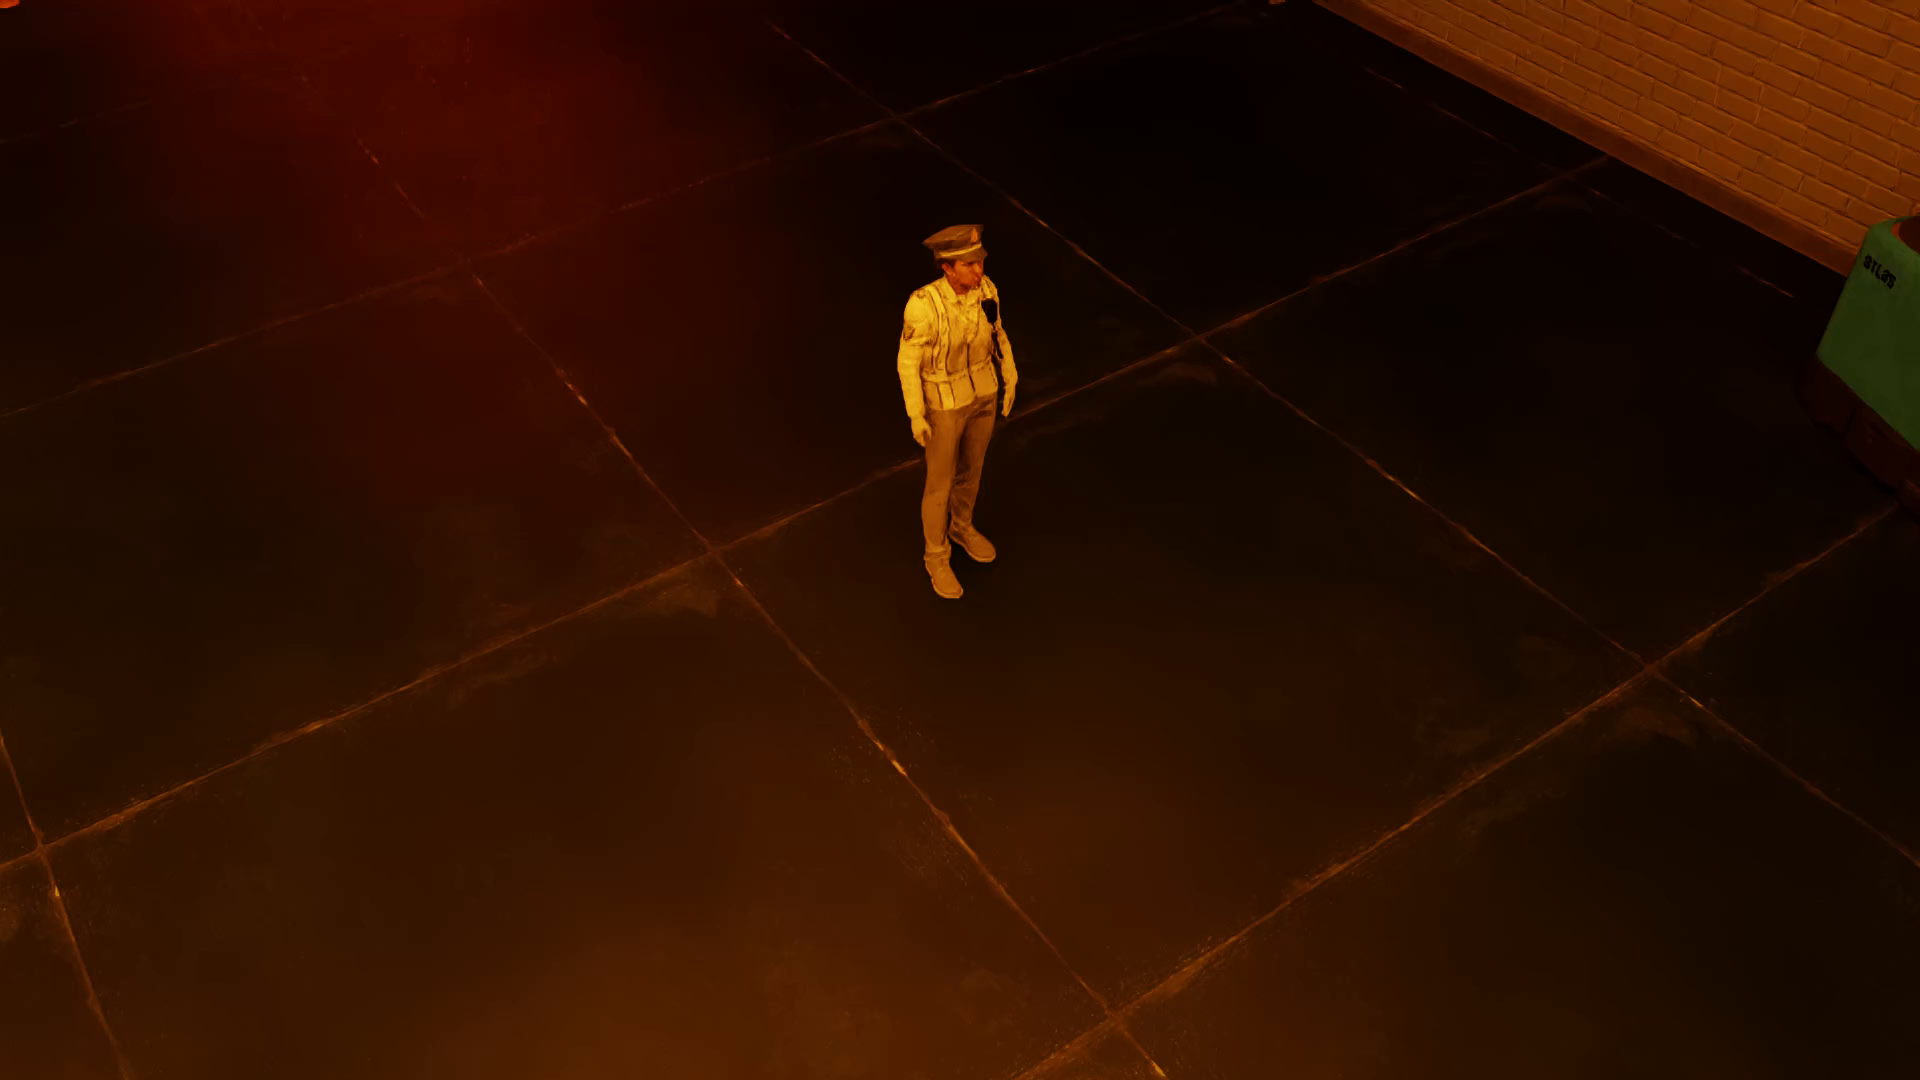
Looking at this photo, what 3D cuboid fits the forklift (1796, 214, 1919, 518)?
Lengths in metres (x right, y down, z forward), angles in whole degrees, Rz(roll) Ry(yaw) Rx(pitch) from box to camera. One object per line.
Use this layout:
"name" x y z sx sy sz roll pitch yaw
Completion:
"forklift" 5.198 -0.928 6.723 1.130 2.935 3.031 -10 44 -11

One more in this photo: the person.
"person" 0.033 -0.588 7.255 0.586 1.695 0.532 -25 48 -25
